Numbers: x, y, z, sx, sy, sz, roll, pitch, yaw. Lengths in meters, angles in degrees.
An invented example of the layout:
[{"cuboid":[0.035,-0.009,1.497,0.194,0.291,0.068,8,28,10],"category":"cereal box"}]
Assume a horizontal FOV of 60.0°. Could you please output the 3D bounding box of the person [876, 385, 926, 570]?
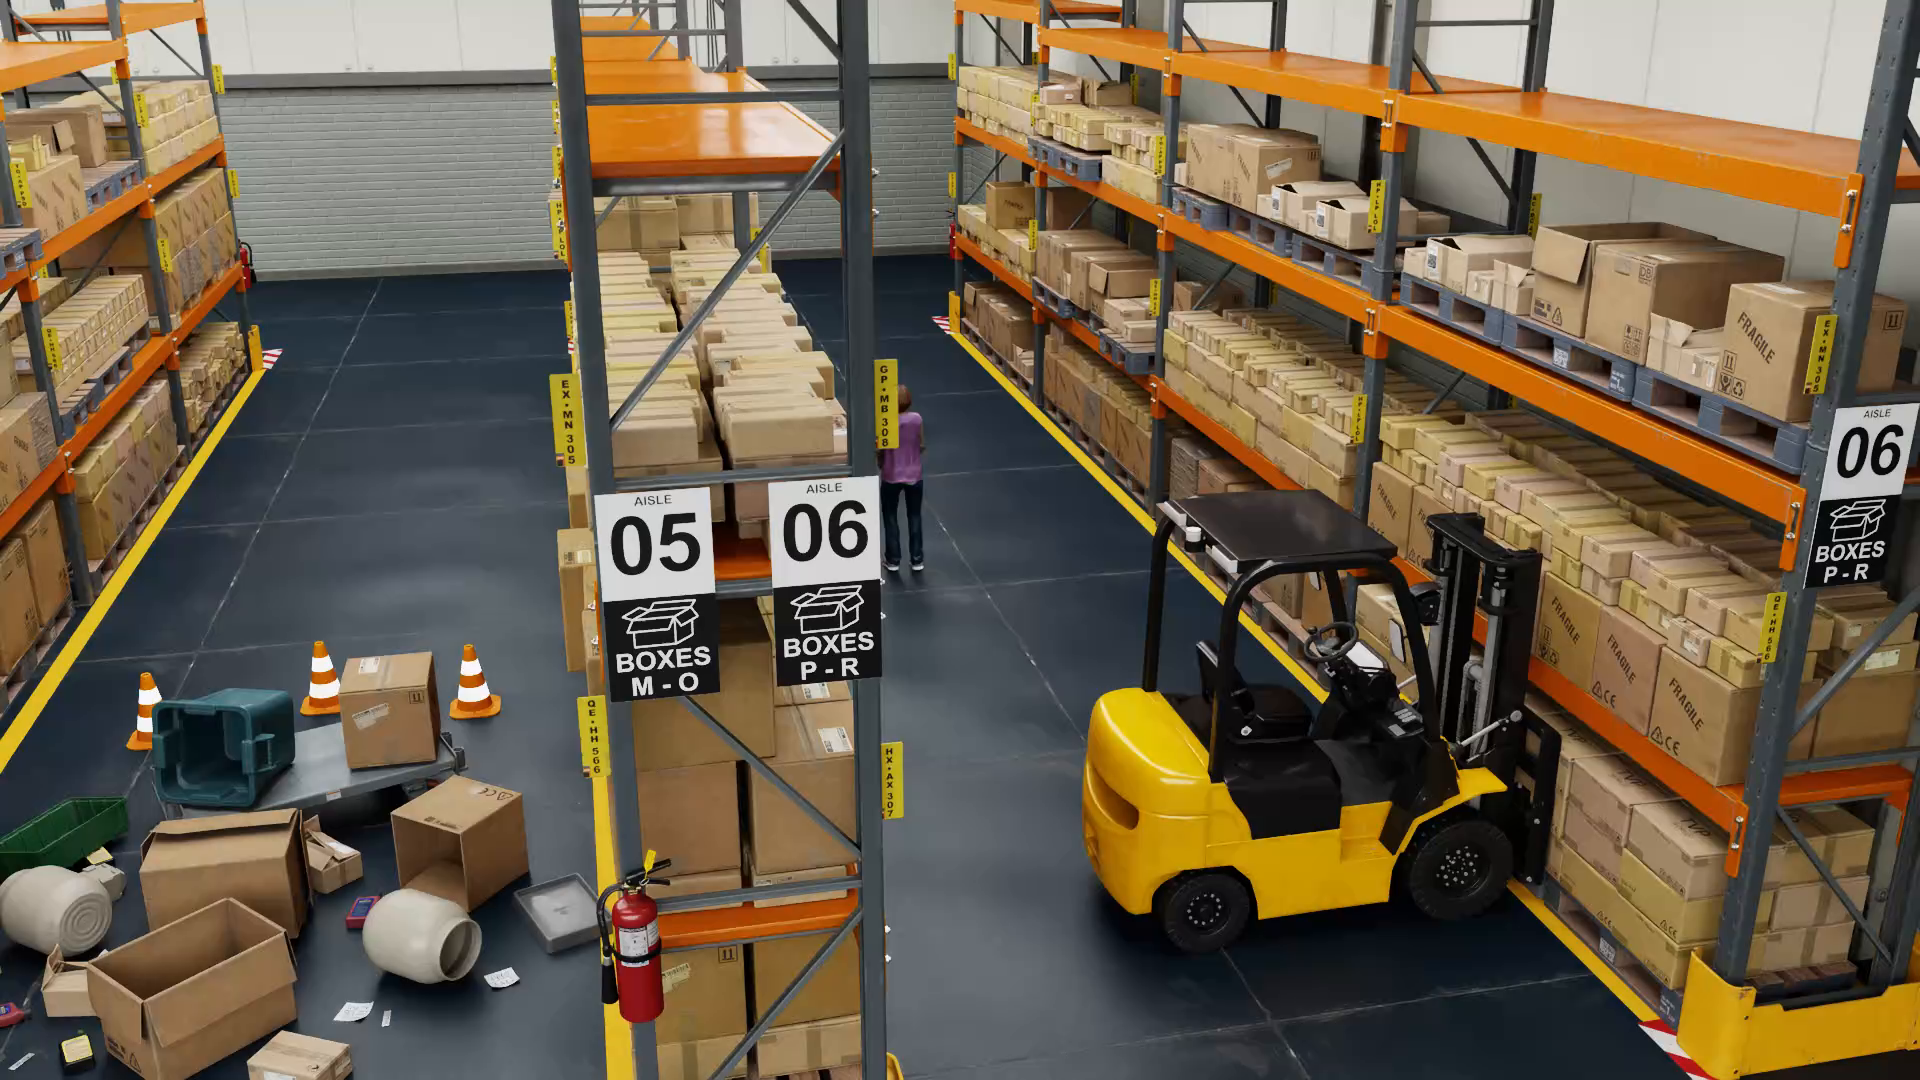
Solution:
[{"cuboid":[-0.502,-0.531,13.797,0.438,1.596,0.471,-5,20,-13],"category":"person"}]
